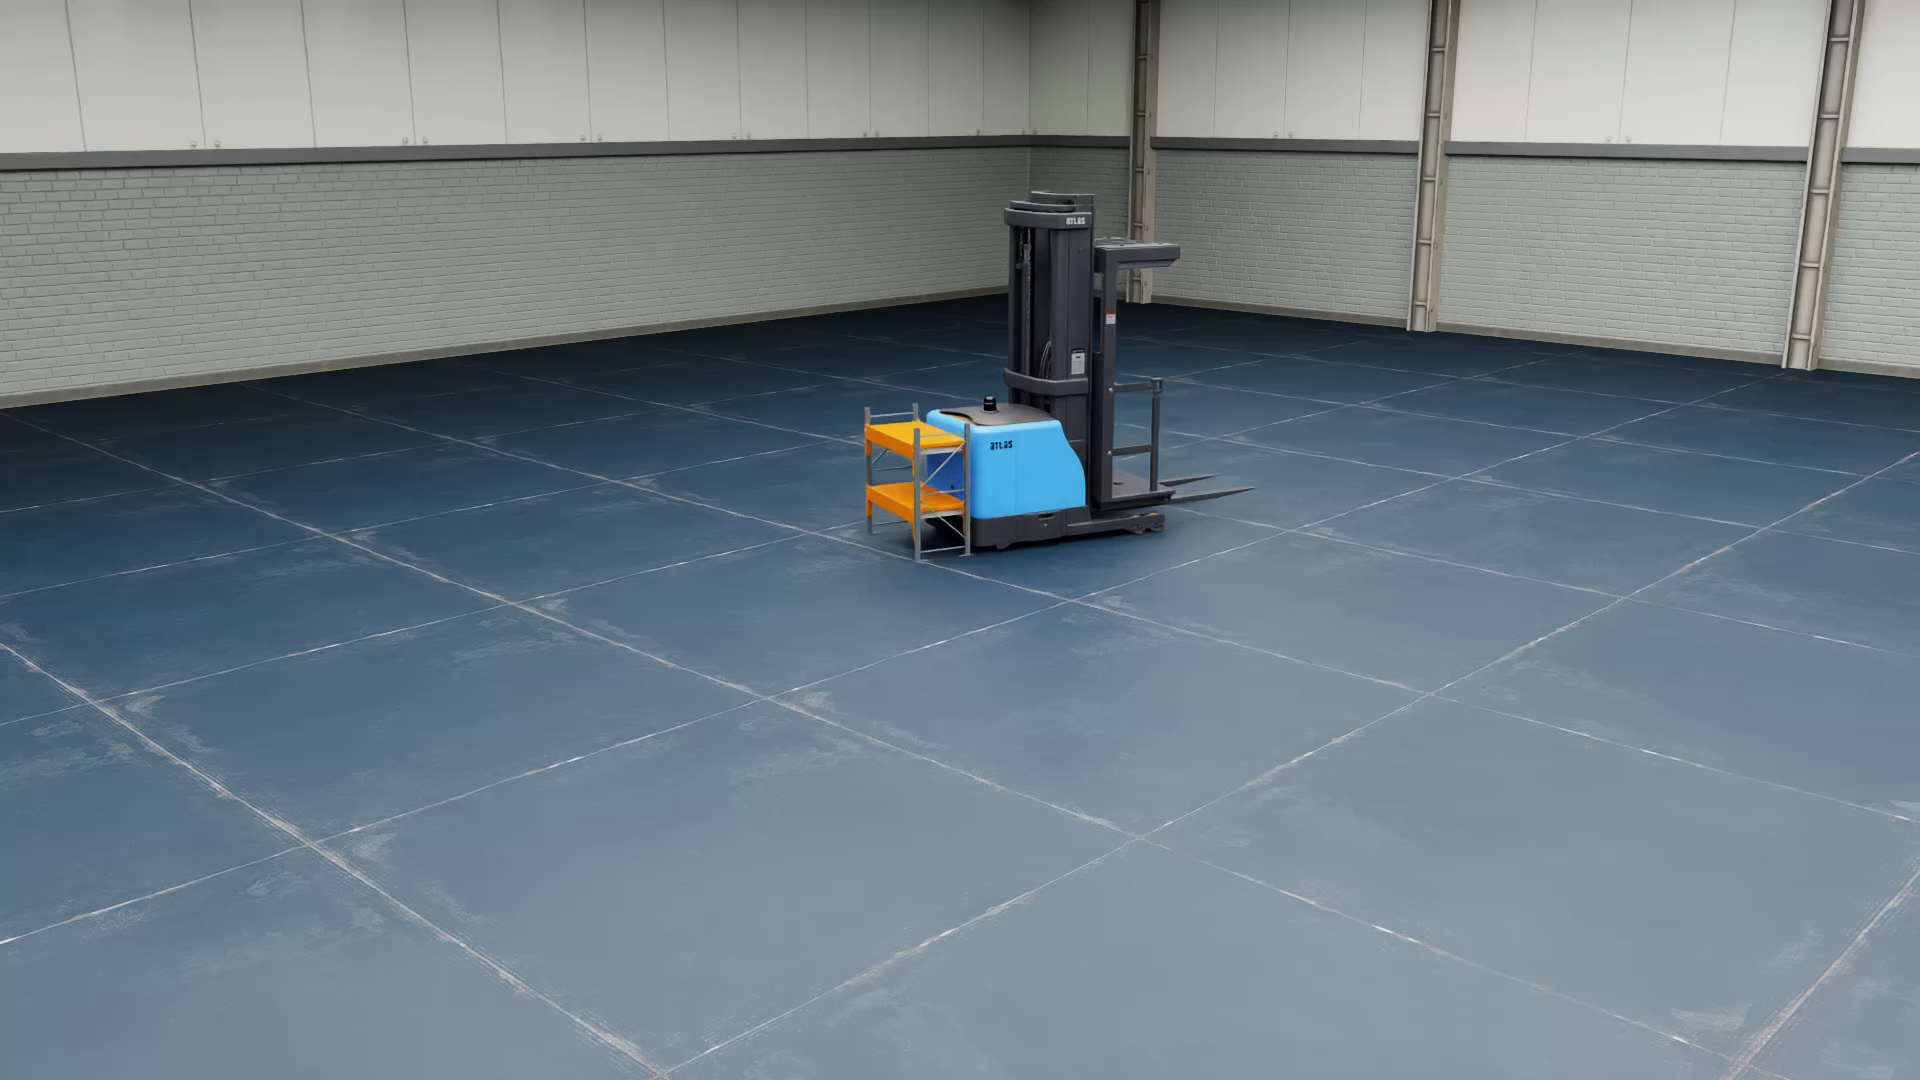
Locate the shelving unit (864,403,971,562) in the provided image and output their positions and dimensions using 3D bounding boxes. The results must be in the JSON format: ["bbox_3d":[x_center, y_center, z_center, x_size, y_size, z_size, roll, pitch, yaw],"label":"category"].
[{"bbox_3d":[-0.369,-0.506,14.141,0.538,1.125,1.048,-7,16,-25],"label":"shelving unit"}]

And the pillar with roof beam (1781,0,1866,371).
[{"bbox_3d":[9.092,-6.048,19.795,0.400,9.000,9.100,14,20,42],"label":"pillar with roof beam"}]

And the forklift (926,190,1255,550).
[{"bbox_3d":[1.241,-1.580,14.683,3.031,2.935,1.130,-8,16,-27],"label":"forklift"}]

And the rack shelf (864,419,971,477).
[{"bbox_3d":[-0.369,-0.789,14.067,0.538,0.278,1.000,-7,16,-25],"label":"rack shelf"}]

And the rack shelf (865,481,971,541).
[{"bbox_3d":[-0.369,-0.269,14.203,0.538,0.278,1.000,-7,16,-25],"label":"rack shelf"}]

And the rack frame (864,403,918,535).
[{"bbox_3d":[-0.594,-0.620,14.582,0.500,1.125,0.032,-7,16,-25],"label":"rack frame"}]

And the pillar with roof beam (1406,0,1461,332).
[{"bbox_3d":[4.772,-7.098,23.825,0.400,9.000,9.100,14,20,42],"label":"pillar with roof beam"}]

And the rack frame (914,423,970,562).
[{"bbox_3d":[-0.144,-0.391,13.700,0.500,1.125,0.032,-7,16,-25],"label":"rack frame"}]

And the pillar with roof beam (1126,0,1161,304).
[{"bbox_3d":[0.453,-8.148,27.855,0.400,9.000,9.100,14,20,42],"label":"pillar with roof beam"}]
